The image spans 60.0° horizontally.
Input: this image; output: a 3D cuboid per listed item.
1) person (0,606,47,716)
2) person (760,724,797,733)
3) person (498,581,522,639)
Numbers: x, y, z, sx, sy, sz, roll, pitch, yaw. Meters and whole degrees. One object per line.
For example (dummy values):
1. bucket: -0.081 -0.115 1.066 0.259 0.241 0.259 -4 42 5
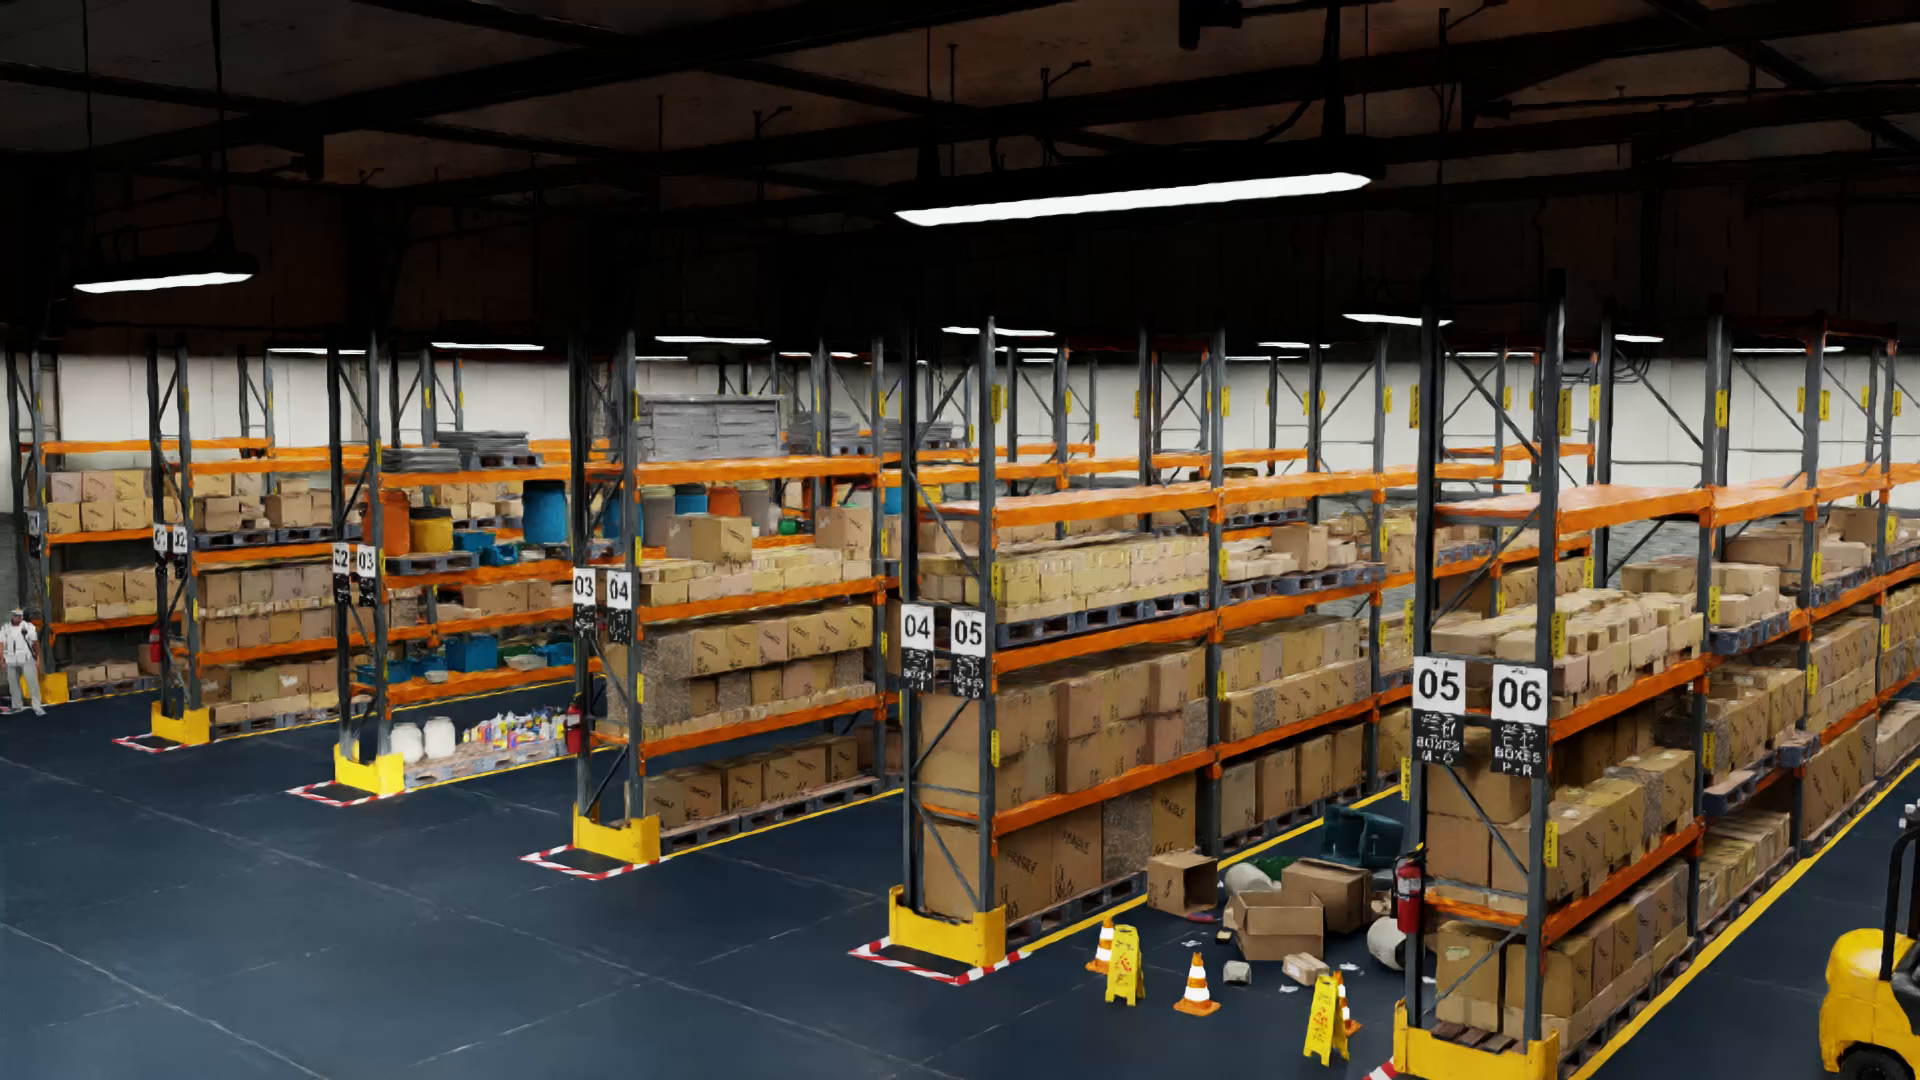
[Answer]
1. person: -14.871 1.908 26.368 0.772 1.755 0.586 -1 5 -13
2. person: -2.809 2.039 25.161 0.577 1.733 1.042 4 6 37
3. person: -8.454 1.550 31.257 0.592 1.629 0.531 4 6 37
